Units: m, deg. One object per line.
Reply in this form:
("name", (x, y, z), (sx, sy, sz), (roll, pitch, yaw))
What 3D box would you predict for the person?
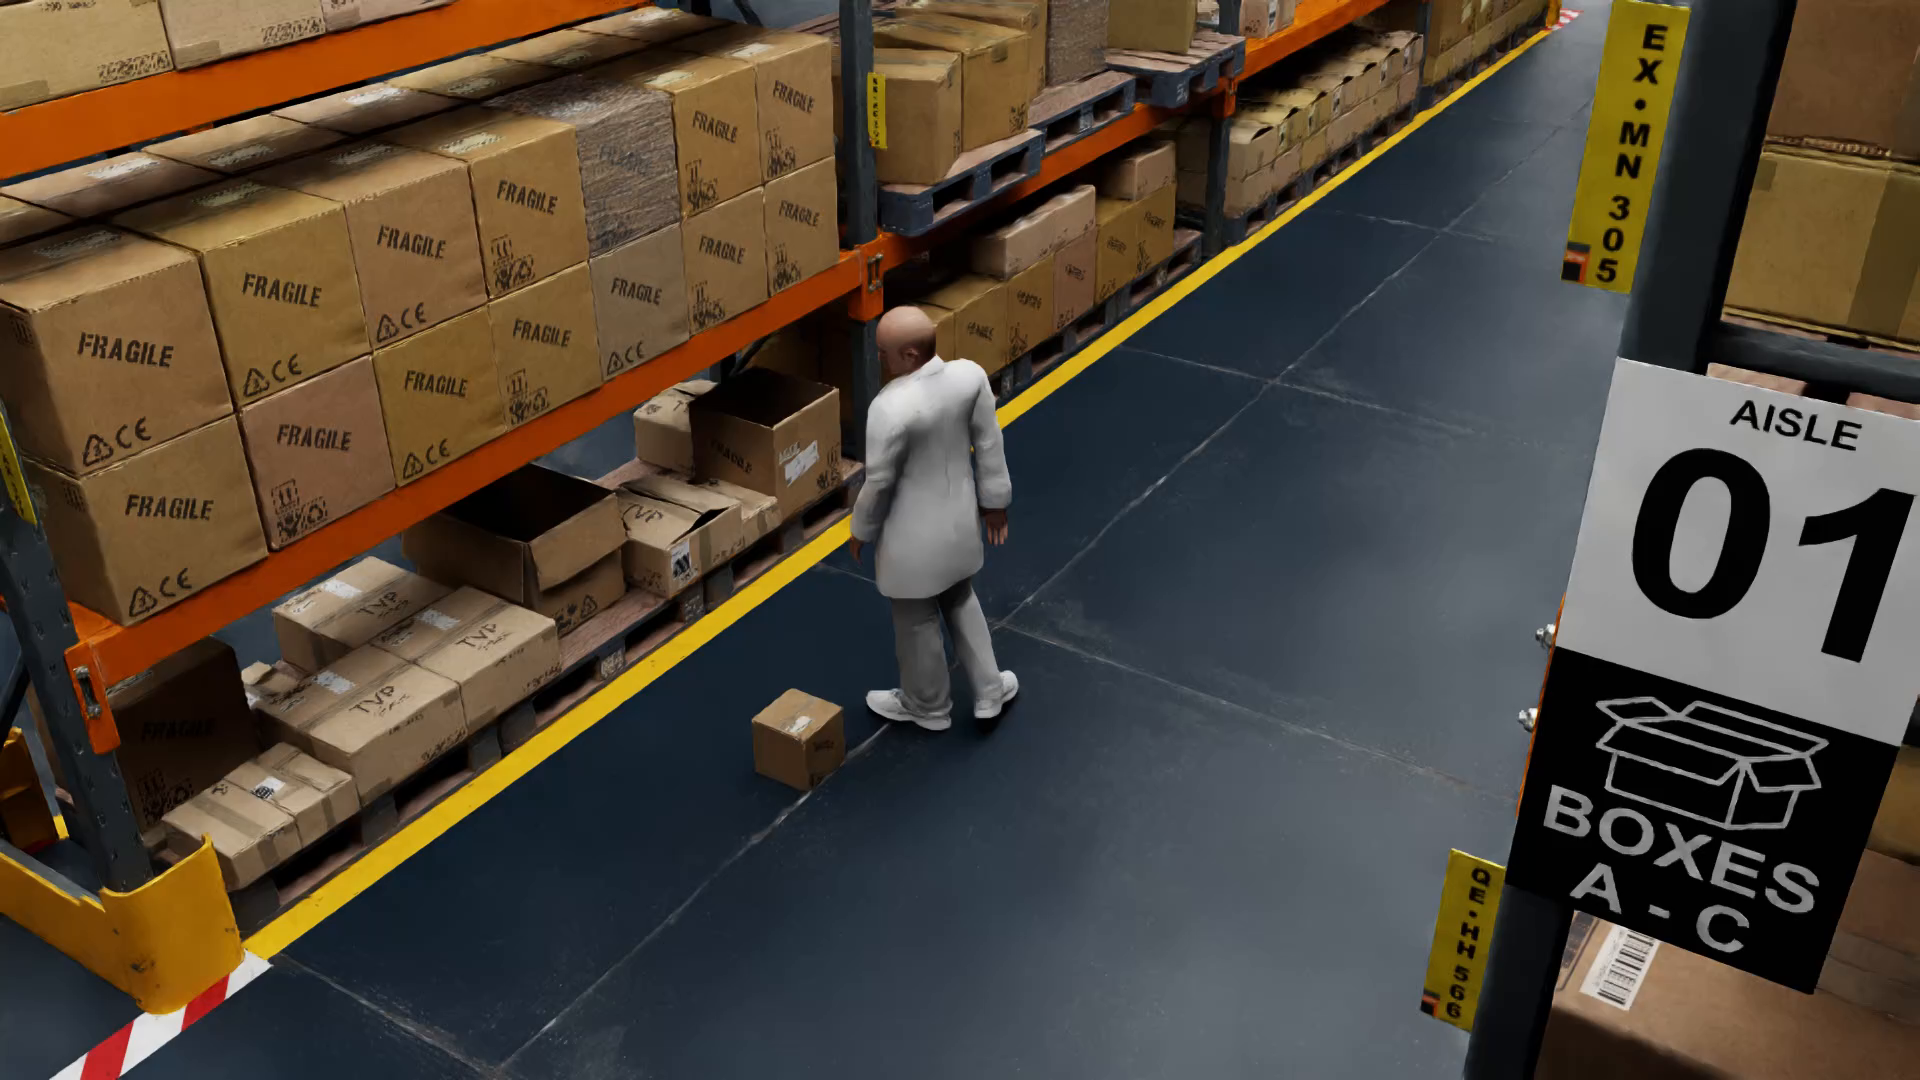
("person", (-0.087, -0.072, 6.246), (0.507, 1.777, 0.706), (24, 38, 36))
